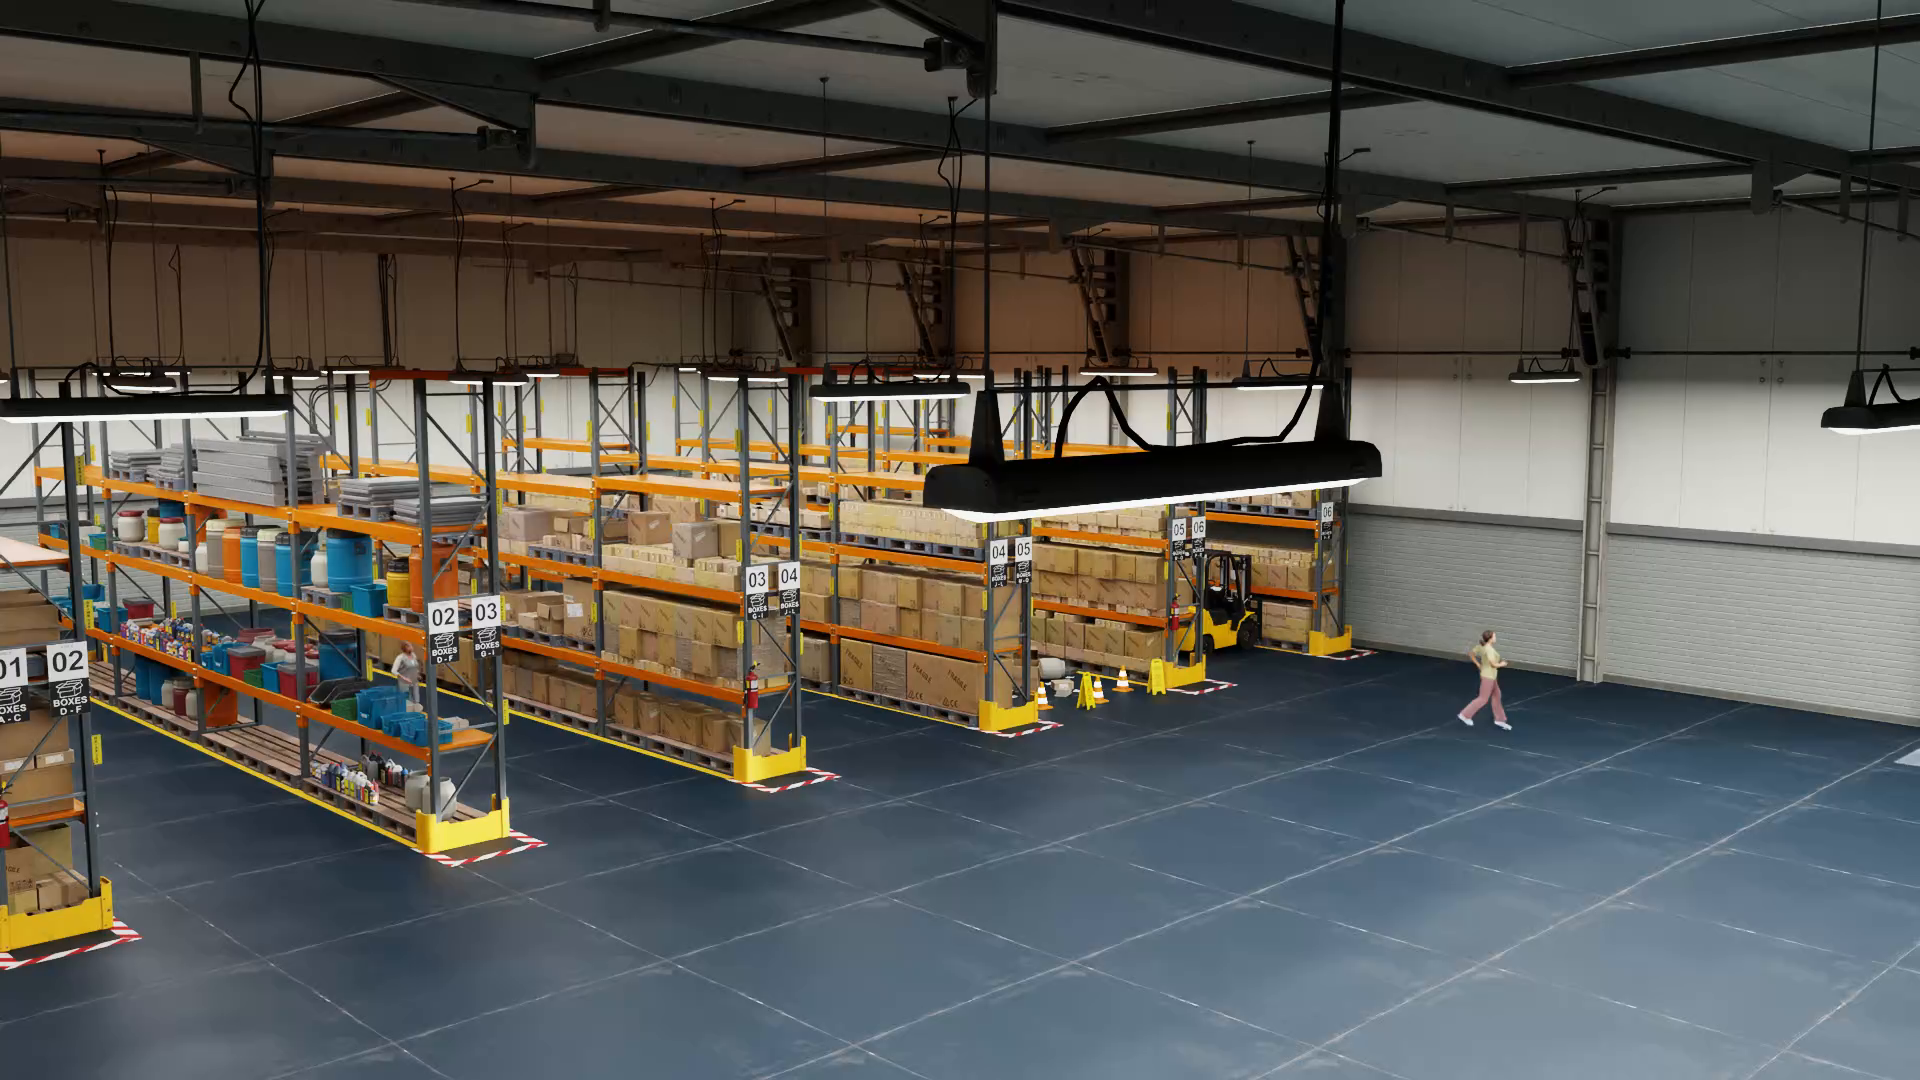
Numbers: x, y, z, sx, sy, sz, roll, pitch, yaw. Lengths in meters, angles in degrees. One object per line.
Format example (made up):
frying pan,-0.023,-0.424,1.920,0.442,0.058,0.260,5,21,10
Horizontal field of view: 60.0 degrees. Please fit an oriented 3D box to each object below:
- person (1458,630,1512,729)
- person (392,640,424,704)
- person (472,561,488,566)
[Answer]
person,8.829,2.344,27.865,0.927,1.696,0.565,0,6,3
person,-9.246,2.429,27.781,0.557,1.553,0.534,4,7,29
person,-11.525,1.057,39.740,0.712,1.678,0.754,4,7,30
